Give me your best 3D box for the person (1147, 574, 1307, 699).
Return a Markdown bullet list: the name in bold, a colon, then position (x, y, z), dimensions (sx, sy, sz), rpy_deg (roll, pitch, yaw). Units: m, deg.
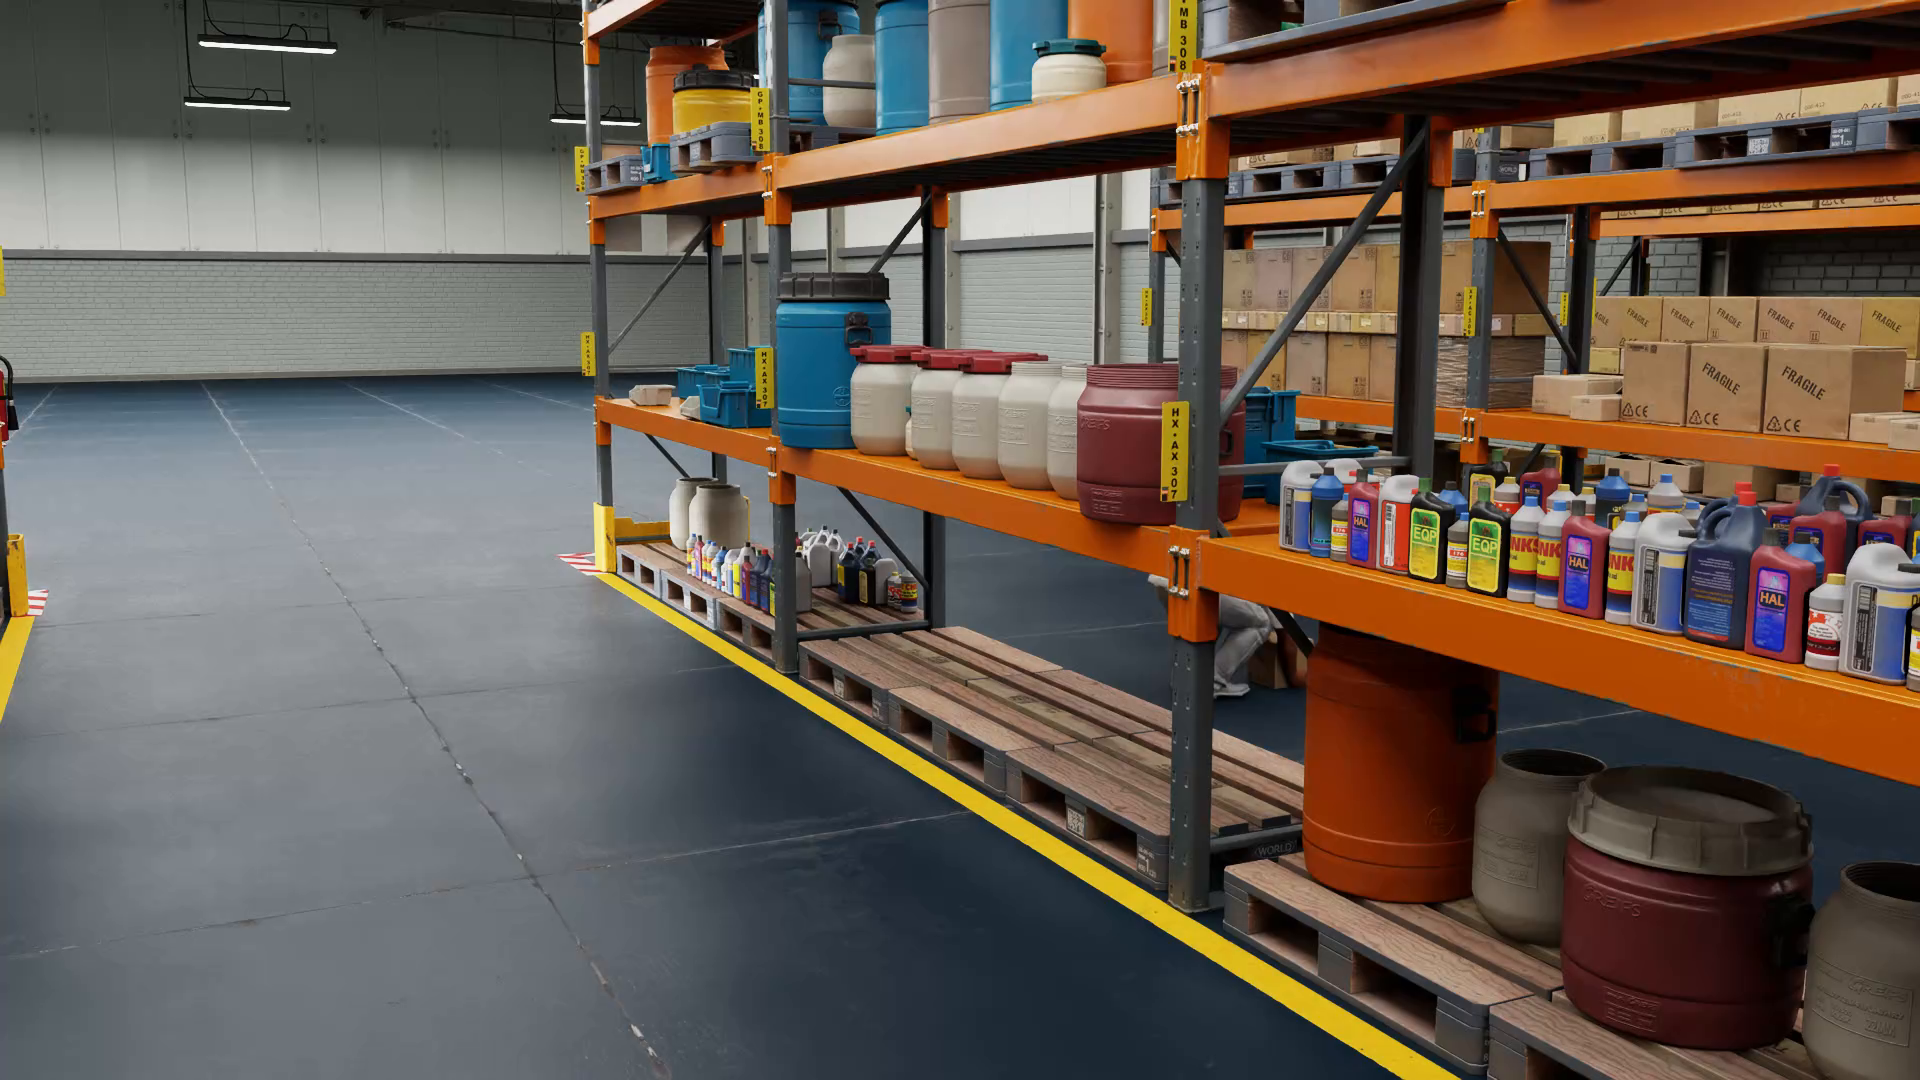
- **person**: position (1.458, 0.396, 8.866), dimensions (0.980, 0.843, 0.518), rpy_deg (-4, 10, -28)
